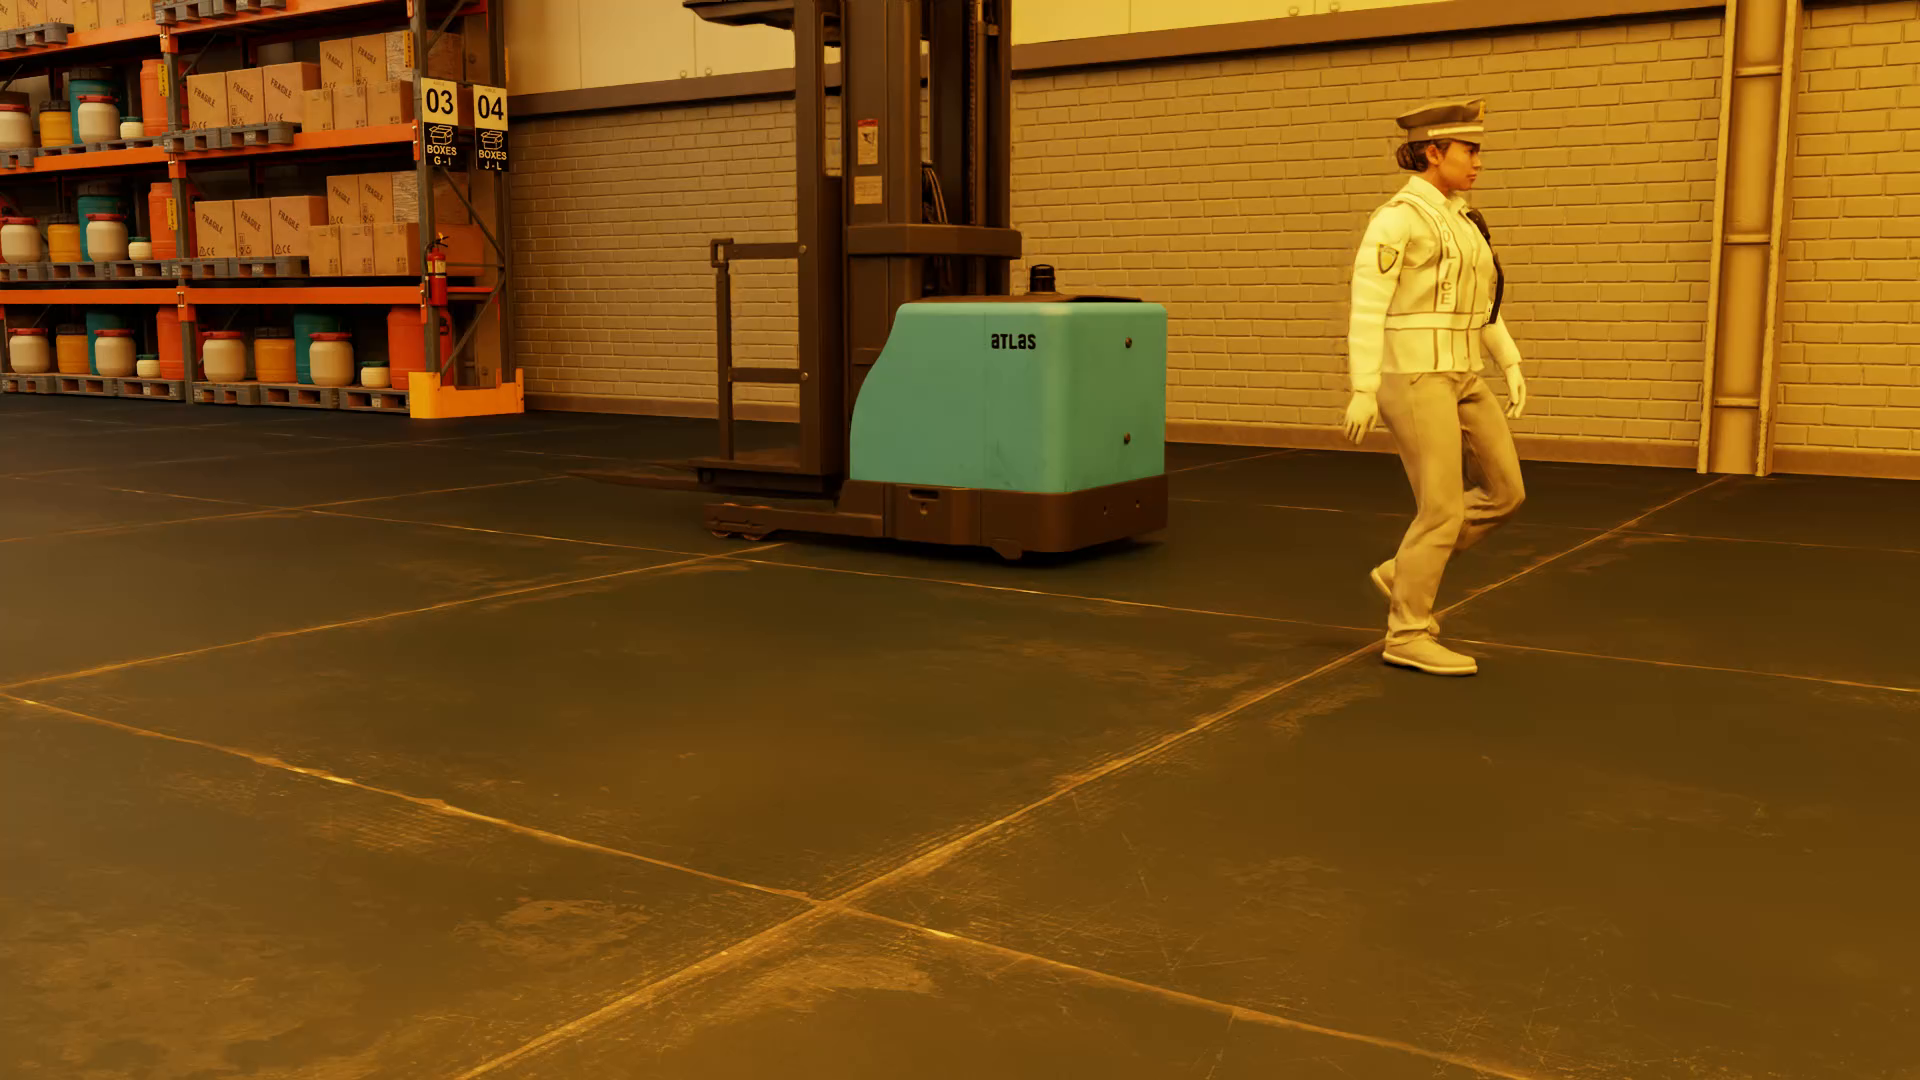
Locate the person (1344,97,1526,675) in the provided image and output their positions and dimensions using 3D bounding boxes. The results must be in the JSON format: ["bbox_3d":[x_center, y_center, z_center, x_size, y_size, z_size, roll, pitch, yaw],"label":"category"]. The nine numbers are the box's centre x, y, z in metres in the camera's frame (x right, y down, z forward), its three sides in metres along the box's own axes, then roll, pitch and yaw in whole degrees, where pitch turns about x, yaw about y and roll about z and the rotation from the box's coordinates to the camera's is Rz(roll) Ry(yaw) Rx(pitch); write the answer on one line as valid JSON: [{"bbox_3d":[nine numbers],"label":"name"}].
[{"bbox_3d":[1.393,-0.445,4.889,0.452,1.649,0.659,6,10,37],"label":"person"}]

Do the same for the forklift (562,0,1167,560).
[{"bbox_3d":[-0.580,-1.501,7.749,3.031,2.935,1.130,5,10,33],"label":"forklift"}]
